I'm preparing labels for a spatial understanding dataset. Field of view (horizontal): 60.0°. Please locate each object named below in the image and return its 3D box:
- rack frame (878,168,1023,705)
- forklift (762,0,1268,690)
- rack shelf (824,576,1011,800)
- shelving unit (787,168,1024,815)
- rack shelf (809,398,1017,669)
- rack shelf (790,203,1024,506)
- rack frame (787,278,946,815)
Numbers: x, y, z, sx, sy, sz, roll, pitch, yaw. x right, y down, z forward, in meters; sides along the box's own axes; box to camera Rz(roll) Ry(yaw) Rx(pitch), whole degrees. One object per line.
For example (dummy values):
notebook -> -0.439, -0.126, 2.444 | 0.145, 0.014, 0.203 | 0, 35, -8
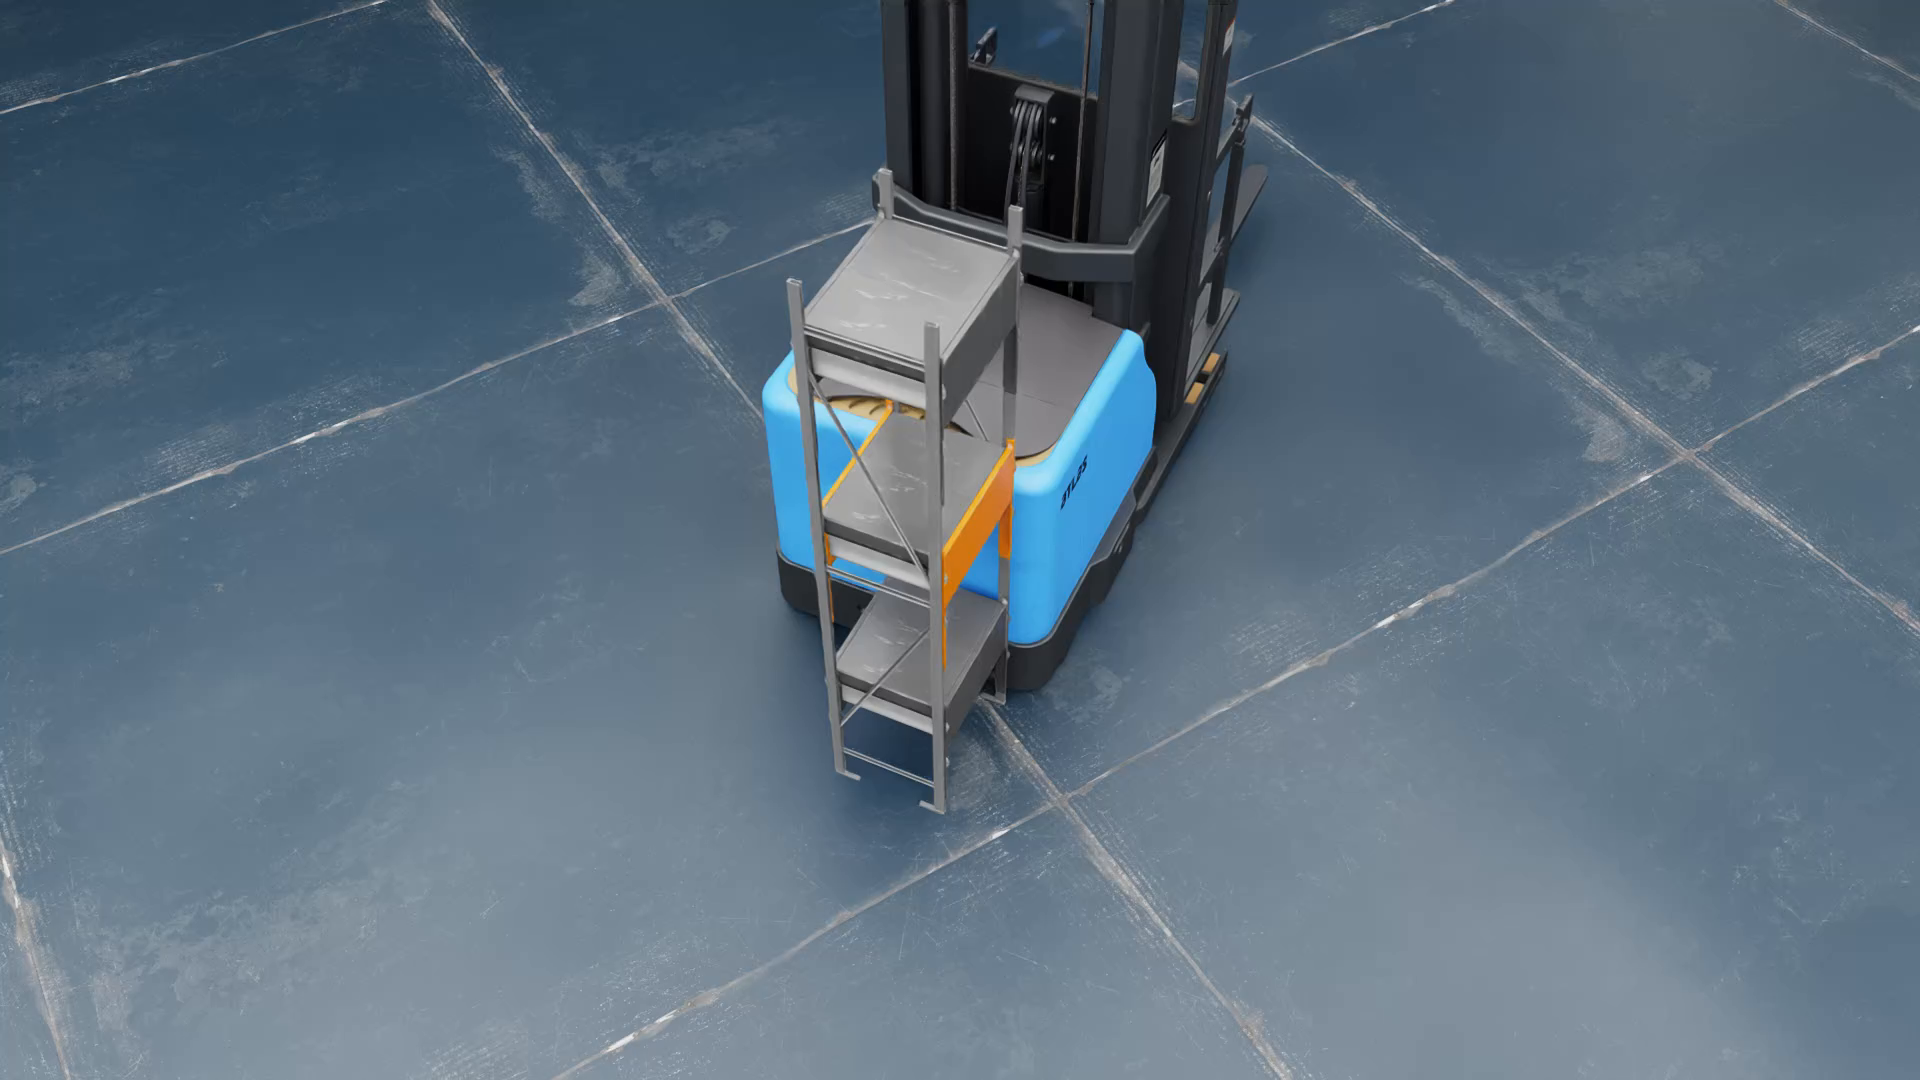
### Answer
rack frame -> -0.026, -0.195, 5.017 | 0.400, 2.100, 0.015 | 19, 51, 16
forklift -> 0.435, -1.576, 5.691 | 1.130, 2.935, 3.031 | 19, 51, 16
rack shelf -> -0.129, 0.445, 5.403 | 0.431, 0.518, 0.480 | 19, 51, 16
shelving unit -> -0.129, -0.029, 4.870 | 0.431, 2.100, 0.503 | 19, 51, 16
rack shelf -> -0.129, -0.020, 4.880 | 0.431, 0.518, 0.480 | 19, 51, 16
rack shelf -> -0.129, -0.486, 4.358 | 0.431, 0.518, 0.480 | 19, 51, 16
rack frame -> -0.232, 0.136, 4.723 | 0.400, 2.100, 0.015 | 19, 51, 16
